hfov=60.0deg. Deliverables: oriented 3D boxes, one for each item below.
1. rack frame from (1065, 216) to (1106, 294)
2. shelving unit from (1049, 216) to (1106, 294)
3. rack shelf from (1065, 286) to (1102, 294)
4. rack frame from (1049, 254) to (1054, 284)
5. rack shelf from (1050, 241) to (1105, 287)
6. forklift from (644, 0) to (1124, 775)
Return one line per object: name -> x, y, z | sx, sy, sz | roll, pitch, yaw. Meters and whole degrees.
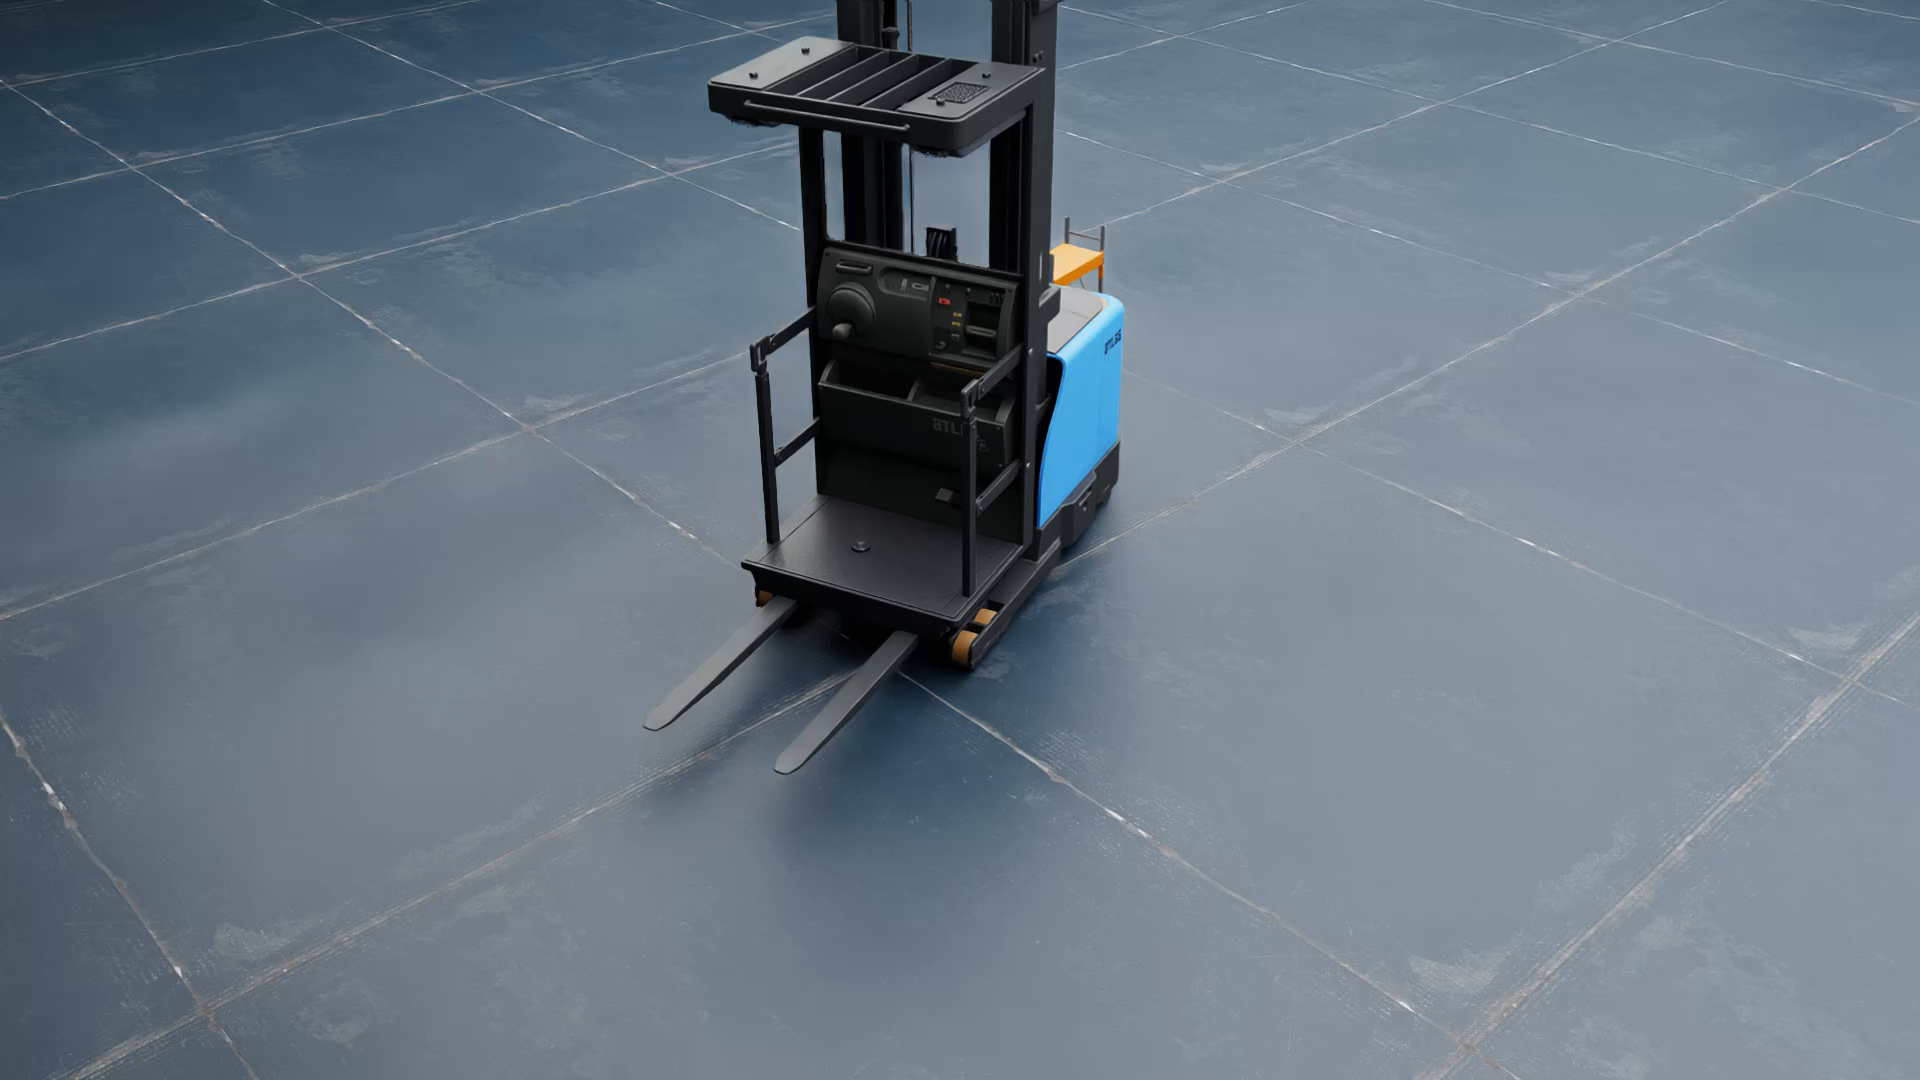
rack frame -> 0.654, -1.149, 8.980 | 0.240, 1.200, 0.015 | 21, 37, 30
shelving unit -> 0.511, -1.046, 8.811 | 0.258, 1.200, 0.503 | 21, 37, 30
rack shelf -> 0.511, -1.179, 8.729 | 0.258, 0.148, 0.480 | 21, 37, 30
rack frame -> 0.369, -0.943, 8.642 | 0.240, 1.200, 0.015 | 21, 37, 30
rack shelf -> 0.511, -1.381, 8.606 | 0.258, 0.148, 0.480 | 21, 37, 30
forklift -> -0.288, -0.948, 6.991 | 1.130, 2.935, 3.031 | 15, 34, 22
